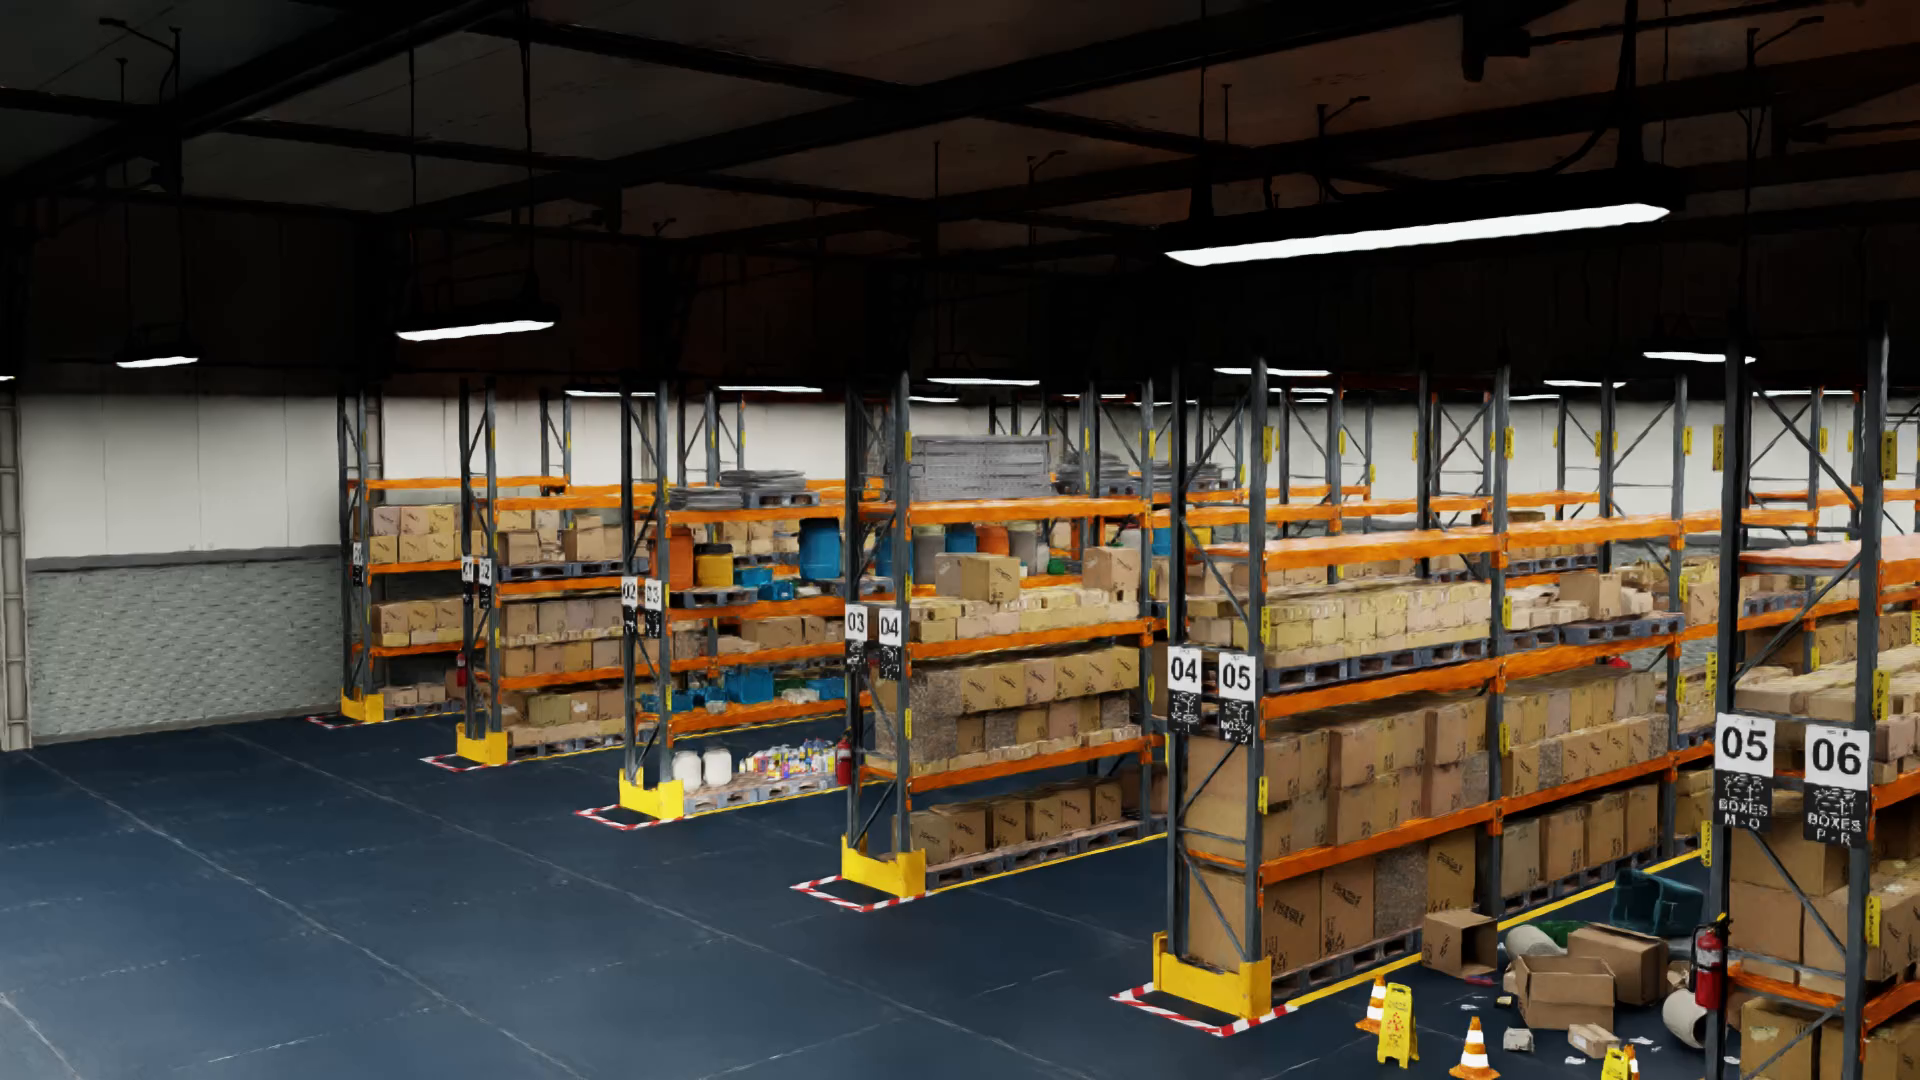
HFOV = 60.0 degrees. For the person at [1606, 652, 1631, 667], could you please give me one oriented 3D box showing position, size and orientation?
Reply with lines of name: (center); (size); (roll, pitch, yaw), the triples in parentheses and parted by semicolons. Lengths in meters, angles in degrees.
person: (10.507, 2.538, 26.720); (0.653, 1.717, 0.584); (-1, 4, -14)
